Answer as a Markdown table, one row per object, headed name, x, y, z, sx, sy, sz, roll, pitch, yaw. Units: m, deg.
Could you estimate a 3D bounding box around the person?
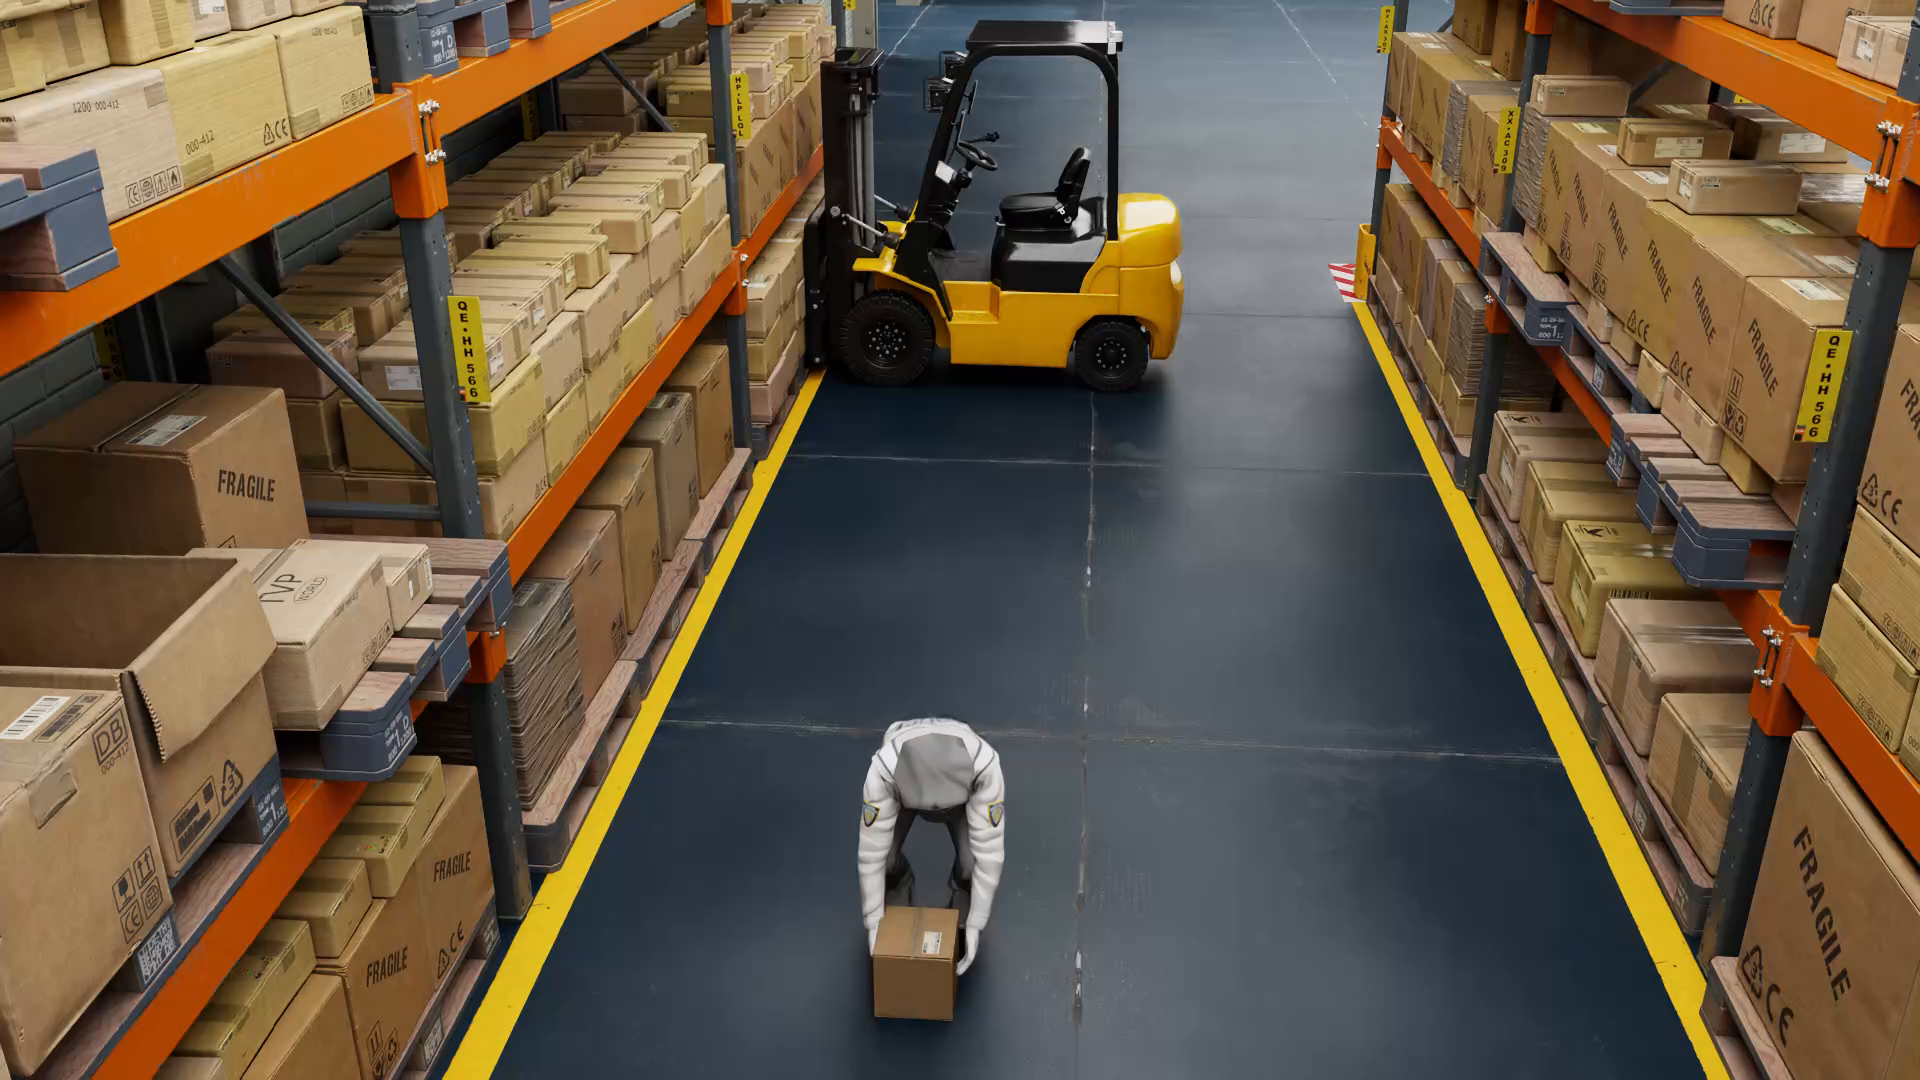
| name | x | y | z | sx | sy | sz | roll | pitch | yaw |
| --- | --- | --- | --- | --- | --- | --- | --- | --- | --- |
| person | -0.088 | 0.916 | 5.500 | 0.487 | 0.929 | 0.853 | 2 | 25 | 4 |
